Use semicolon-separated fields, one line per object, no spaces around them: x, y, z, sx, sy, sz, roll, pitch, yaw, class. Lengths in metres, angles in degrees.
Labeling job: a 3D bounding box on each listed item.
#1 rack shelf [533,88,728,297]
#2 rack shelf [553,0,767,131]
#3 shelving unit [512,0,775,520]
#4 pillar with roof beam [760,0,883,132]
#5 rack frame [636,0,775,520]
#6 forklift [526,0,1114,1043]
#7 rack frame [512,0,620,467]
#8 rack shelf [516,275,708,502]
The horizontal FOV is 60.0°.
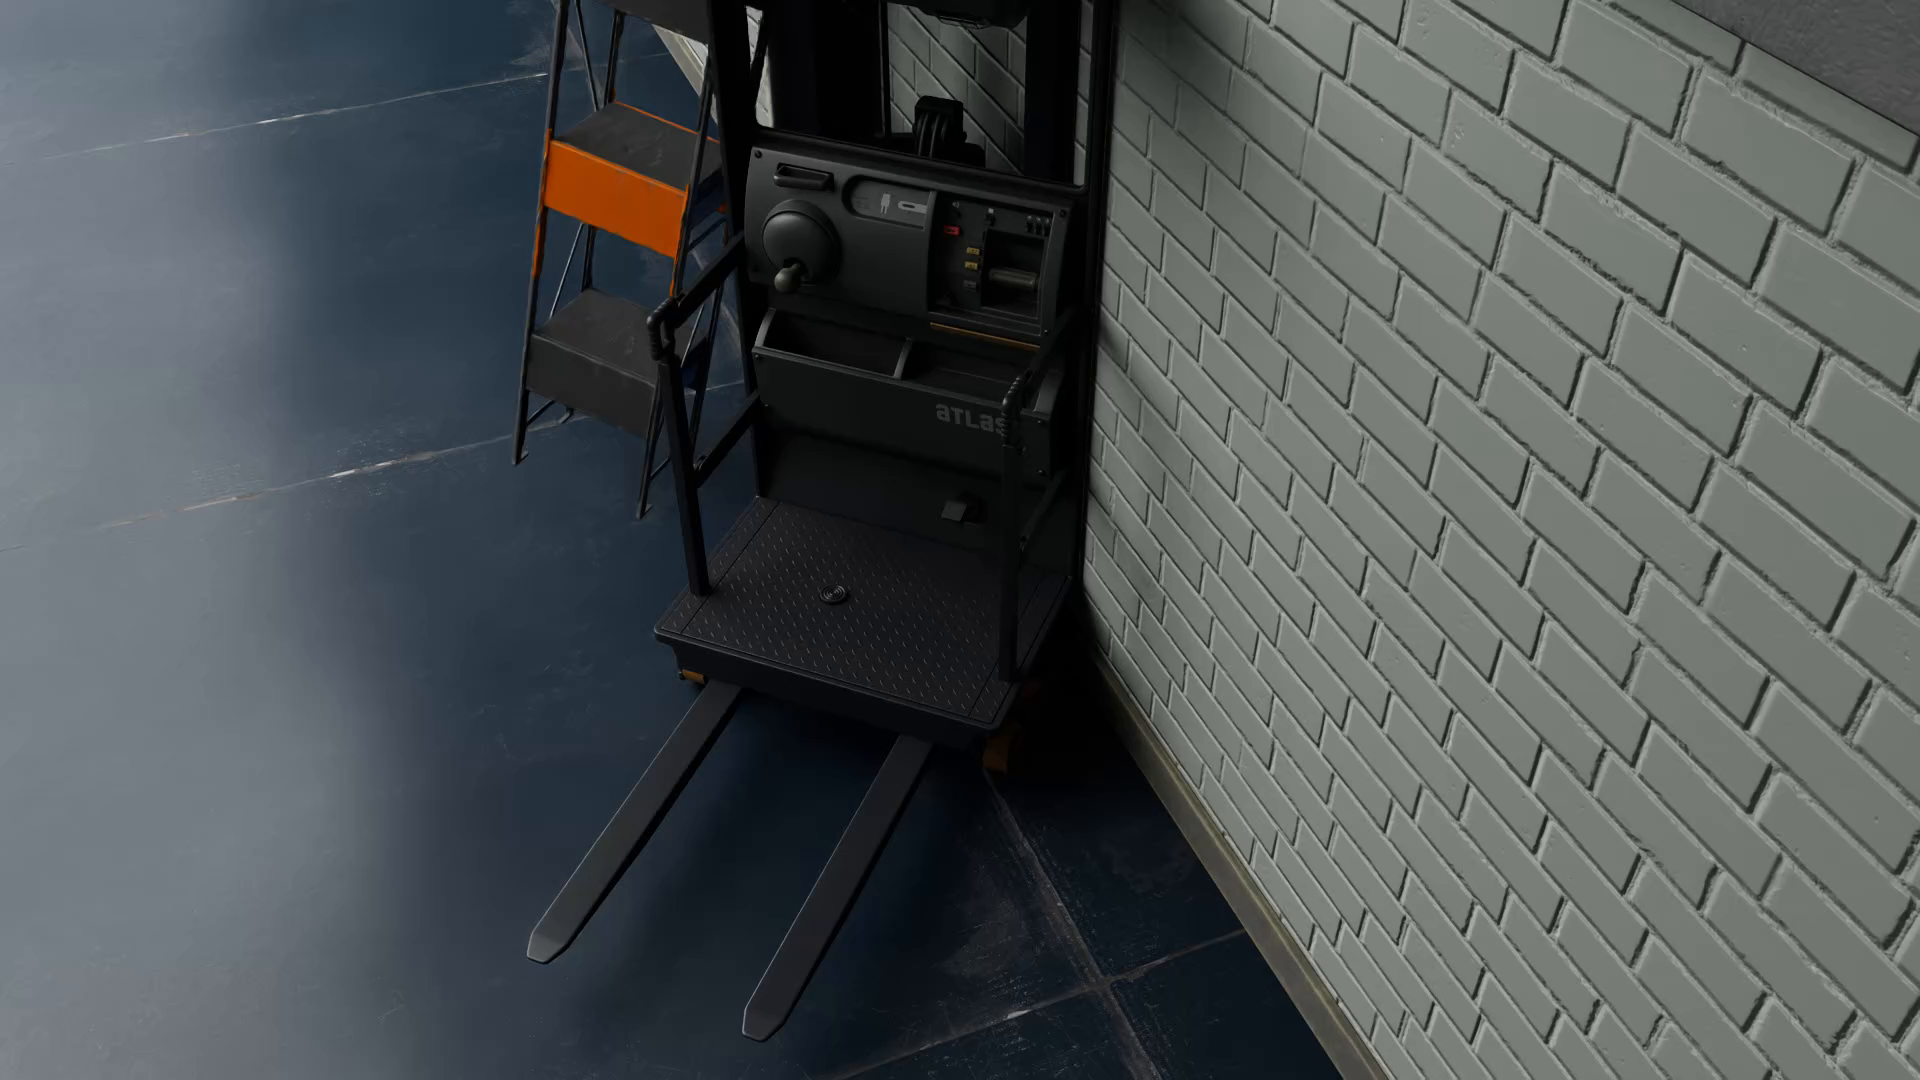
-1.023;-1.058;5.314;0.480;0.518;0.431;23;37;7;rack shelf
-0.855;-1.591;4.893;0.480;0.518;0.431;23;37;7;rack shelf
-1.020;-1.069;5.306;0.503;2.100;0.431;23;37;7;shelving unit
-4.456;-3.056;2.402;9.100;9.000;0.400;-15;43;-17;pillar with roof beam
-0.797;-0.975;5.276;0.015;2.100;0.400;23;37;7;rack frame
-0.229;-0.731;4.352;1.130;2.935;3.031;14;43;16;forklift
-1.243;-1.163;5.336;0.015;2.100;0.400;23;37;7;rack frame
-1.191;-0.526;5.736;0.480;0.518;0.431;23;37;7;rack shelf
